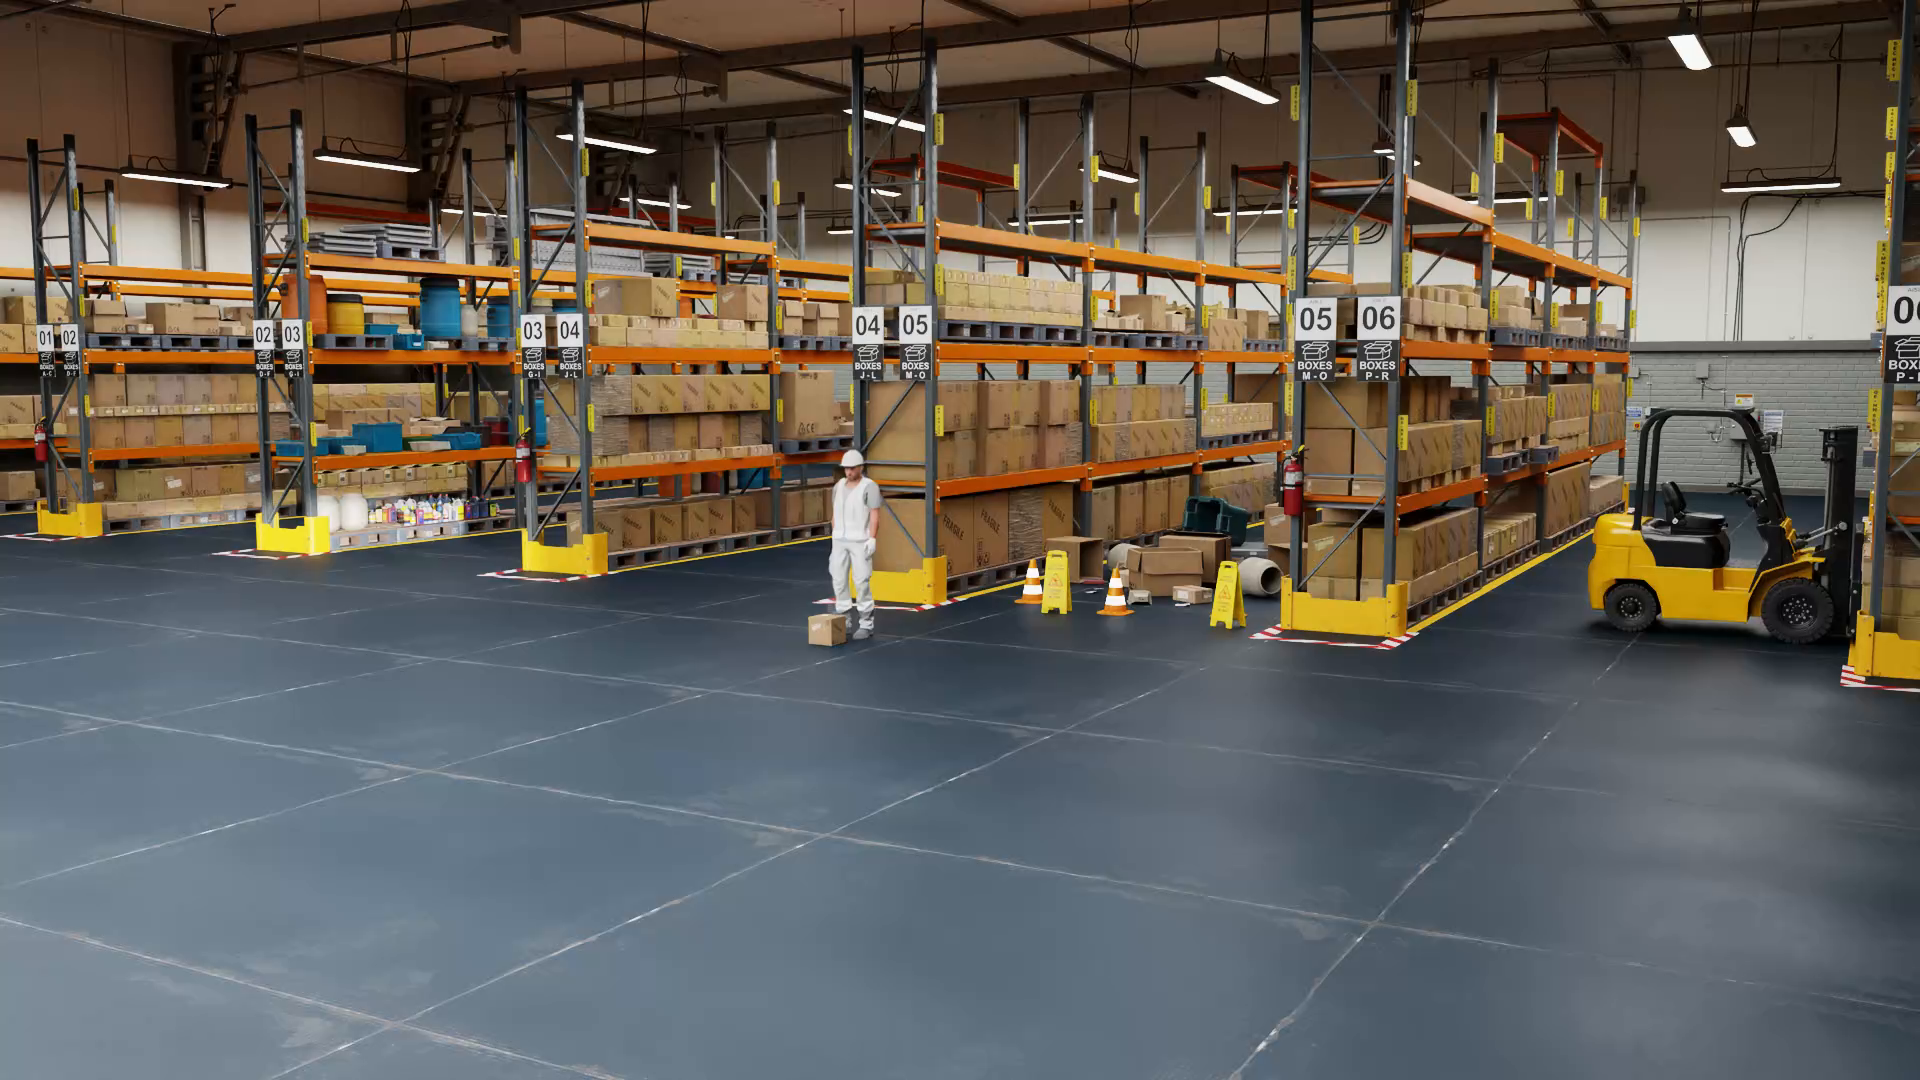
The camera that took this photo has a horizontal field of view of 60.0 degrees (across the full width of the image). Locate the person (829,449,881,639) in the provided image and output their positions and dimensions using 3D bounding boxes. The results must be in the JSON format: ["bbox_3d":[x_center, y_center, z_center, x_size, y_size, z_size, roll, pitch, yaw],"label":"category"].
[{"bbox_3d":[-1.002,0.032,15.712,0.529,1.779,0.357,3,7,30],"label":"person"}]
